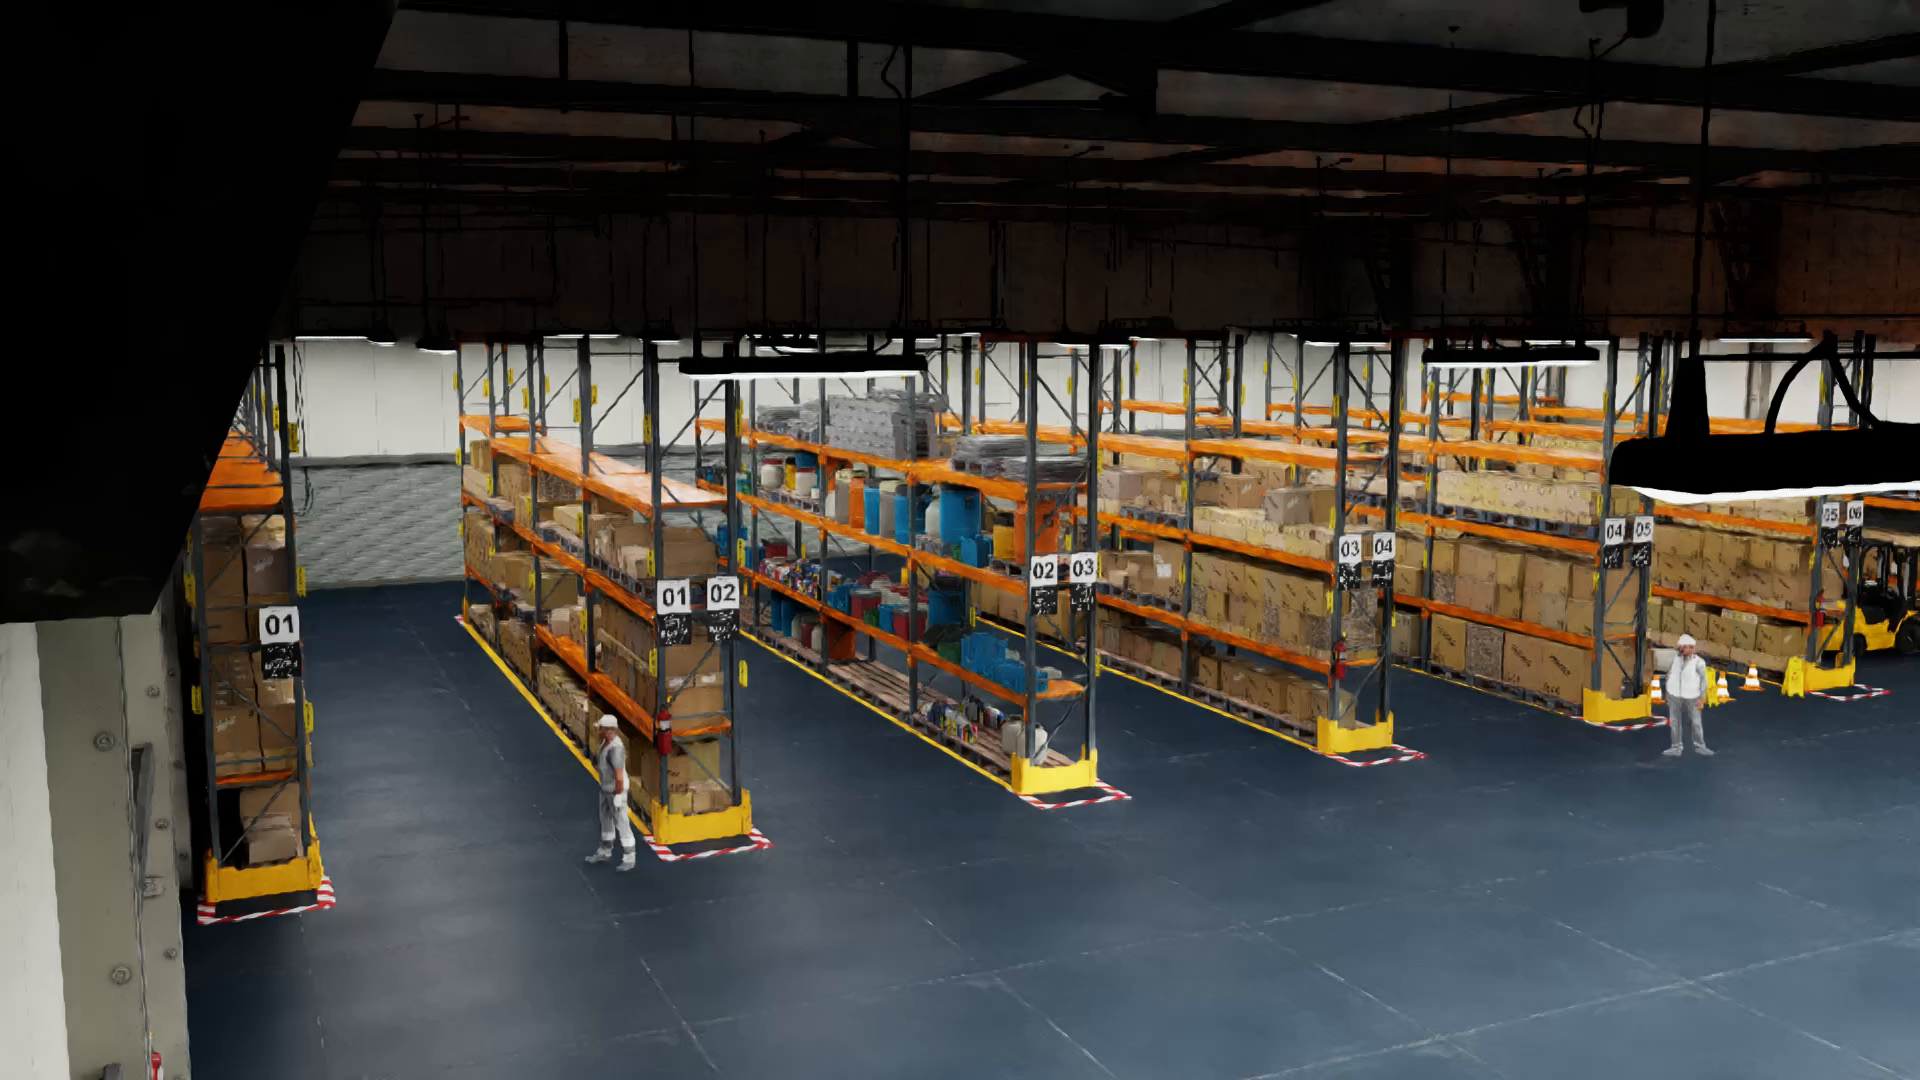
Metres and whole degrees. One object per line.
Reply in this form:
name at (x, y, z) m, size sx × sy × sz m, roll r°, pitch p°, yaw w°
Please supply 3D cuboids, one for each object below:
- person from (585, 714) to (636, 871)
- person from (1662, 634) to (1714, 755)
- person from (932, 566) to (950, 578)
person at (-4.035, 2.865, 19.065) m, size 0.527 × 1.787 × 0.735 m, roll -4°, pitch 9°, yaw -25°
person at (10.538, 2.238, 23.994) m, size 0.708 × 1.768 × 0.475 m, roll 6°, pitch 10°, yaw 38°
person at (-0.393, 1.100, 33.972) m, size 0.417 × 1.304 × 1.037 m, roll -3°, pitch 8°, yaw -22°
